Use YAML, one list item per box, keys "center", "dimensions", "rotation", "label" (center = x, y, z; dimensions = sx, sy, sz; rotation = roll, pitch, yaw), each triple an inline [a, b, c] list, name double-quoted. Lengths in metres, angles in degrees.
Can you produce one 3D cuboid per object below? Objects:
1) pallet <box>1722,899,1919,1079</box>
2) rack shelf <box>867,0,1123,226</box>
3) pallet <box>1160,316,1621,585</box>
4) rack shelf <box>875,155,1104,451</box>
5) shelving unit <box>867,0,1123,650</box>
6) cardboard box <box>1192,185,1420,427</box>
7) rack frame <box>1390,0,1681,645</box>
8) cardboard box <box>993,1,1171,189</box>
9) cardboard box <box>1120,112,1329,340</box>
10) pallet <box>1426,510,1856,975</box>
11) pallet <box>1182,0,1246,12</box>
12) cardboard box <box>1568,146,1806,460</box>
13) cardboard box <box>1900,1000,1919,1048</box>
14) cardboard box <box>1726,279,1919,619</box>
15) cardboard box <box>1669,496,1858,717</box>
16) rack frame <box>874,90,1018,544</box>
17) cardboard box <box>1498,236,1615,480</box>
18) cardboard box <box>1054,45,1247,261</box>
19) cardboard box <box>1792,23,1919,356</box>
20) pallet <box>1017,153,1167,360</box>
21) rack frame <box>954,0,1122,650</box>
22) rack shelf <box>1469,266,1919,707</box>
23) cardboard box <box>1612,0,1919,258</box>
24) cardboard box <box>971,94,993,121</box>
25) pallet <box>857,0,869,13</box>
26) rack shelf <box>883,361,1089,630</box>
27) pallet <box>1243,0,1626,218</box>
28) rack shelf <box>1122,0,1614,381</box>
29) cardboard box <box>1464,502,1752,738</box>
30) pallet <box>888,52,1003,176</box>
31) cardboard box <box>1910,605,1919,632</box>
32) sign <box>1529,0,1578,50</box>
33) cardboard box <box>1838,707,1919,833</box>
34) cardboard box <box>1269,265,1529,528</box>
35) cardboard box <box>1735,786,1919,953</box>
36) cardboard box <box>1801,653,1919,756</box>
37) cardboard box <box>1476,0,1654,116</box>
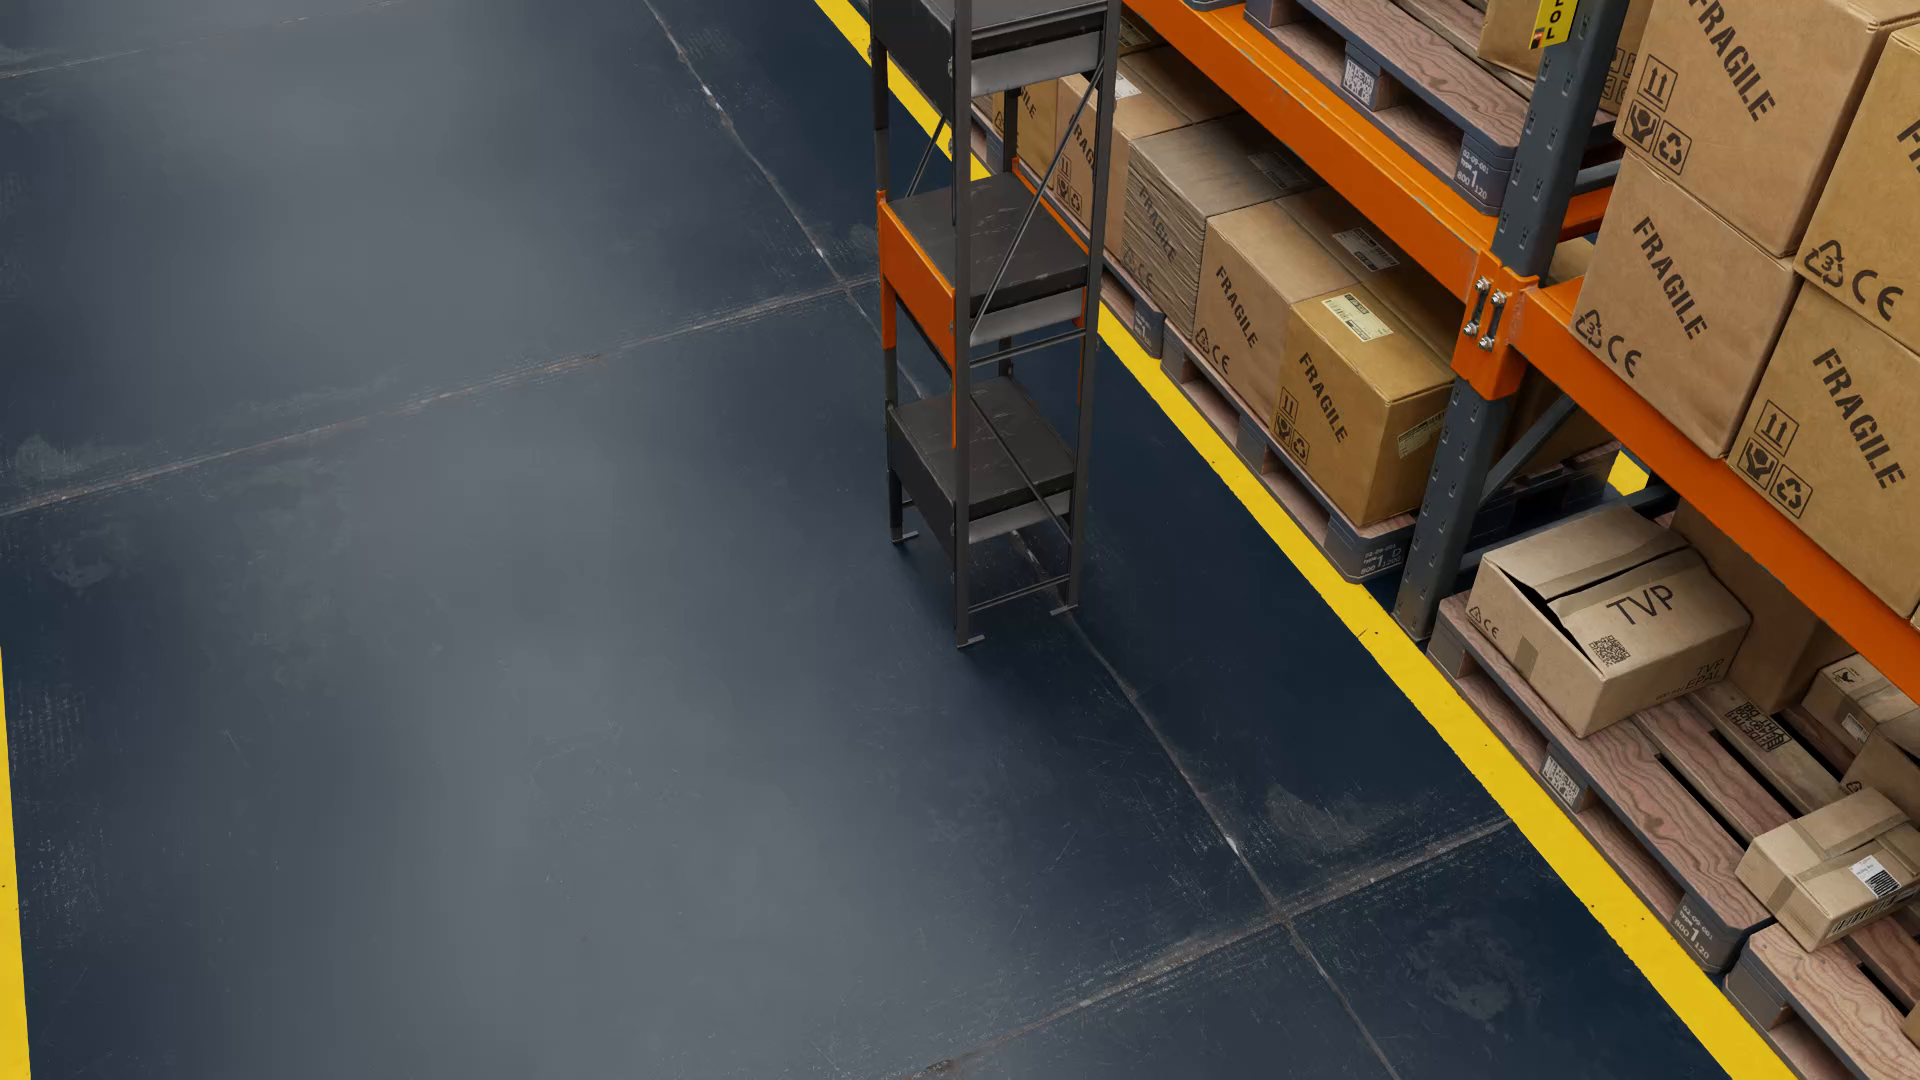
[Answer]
- center: [2.583, 1.265, 3.818]
  dimensions: [1.003, 0.211, 1.213]
  rotation: [-18, 47, -17]
  label: "pallet"
- center: [0.070, -1.130, 3.924]
  dimensions: [0.431, 0.518, 0.480]
  rotation: [-18, 47, -17]
  label: "rack shelf"
- center: [1.402, -0.459, 5.565]
  dimensions: [1.003, 0.211, 1.213]
  rotation: [-18, 47, -17]
  label: "pallet"
- center: [0.070, -0.632, 4.415]
  dimensions: [0.431, 0.518, 0.480]
  rotation: [-18, 47, -17]
  label: "rack shelf"
- center: [0.070, -0.642, 4.406]
  dimensions: [0.431, 2.100, 0.503]
  rotation: [-18, 47, -17]
  label: "shelving unit"
- center: [1.110, -0.758, 5.349]
  dimensions: [0.500, 0.500, 0.500]
  rotation: [-18, 47, -17]
  label: "cardboard box"
- center: [1.778, -0.944, 4.071]
  dimensions: [1.000, 3.000, 0.127]
  rotation: [-18, 47, -17]
  label: "rack frame"
- center: [0.460, -1.733, 6.337]
  dimensions: [0.500, 0.500, 0.500]
  rotation: [-19, 48, -18]
  label: "cardboard box"
- center: [0.900, -1.078, 5.673]
  dimensions: [0.500, 0.500, 0.500]
  rotation: [-17, 47, -17]
  label: "cardboard box"
- center: [2.066, 0.486, 4.607]
  dimensions: [1.003, 0.211, 1.213]
  rotation: [-18, 47, -17]
  label: "pallet"
- center: [0.918, -2.187, 5.467]
  dimensions: [1.003, 0.211, 1.213]
  rotation: [-18, 47, -17]
  label: "pallet"
- center: [1.745, -0.575, 3.625]
  dimensions: [0.500, 0.500, 0.500]
  rotation: [-17, 47, -16]
  label: "cardboard box"
- center: [2.573, 0.984, 3.582]
  dimensions: [0.797, 0.503, 0.637]
  rotation: [-18, 47, -17]
  label: "cardboard box"
- center: [1.963, -0.249, 3.296]
  dimensions: [0.500, 0.500, 0.500]
  rotation: [-17, 47, -17]
  label: "cardboard box"
- center: [2.275, 0.068, 4.512]
  dimensions: [0.500, 0.500, 0.500]
  rotation: [-18, 47, -17]
  label: "cardboard box"
- center: [-0.033, -0.797, 4.563]
  dimensions: [0.400, 2.100, 0.015]
  rotation: [-18, 47, -17]
  label: "rack frame"
- center: [1.796, -0.591, 5.180]
  dimensions: [0.500, 0.500, 0.500]
  rotation: [-20, 48, -19]
  label: "cardboard box"
- center: [0.684, -1.401, 6.001]
  dimensions: [0.500, 0.500, 0.500]
  rotation: [-20, 48, -19]
  label: "cardboard box"
- center: [1.938, -0.624, 2.963]
  dimensions: [0.500, 0.500, 0.500]
  rotation: [-19, 48, -19]
  label: "cardboard box"
- center: [0.885, -1.237, 6.354]
  dimensions: [1.003, 0.211, 1.213]
  rotation: [-18, 47, -17]
  label: "pallet"
- center: [0.172, -0.486, 4.248]
  dimensions: [0.400, 2.100, 0.015]
  rotation: [-18, 47, -17]
  label: "rack frame"
- center: [2.619, 0.586, 3.032]
  dimensions: [1.077, 0.370, 4.000]
  rotation: [-18, 47, -17]
  label: "rack shelf"
- center: [1.721, -0.952, 3.296]
  dimensions: [0.500, 0.500, 0.500]
  rotation: [-17, 47, -16]
  label: "cardboard box"
- center: [0.253, -2.054, 6.662]
  dimensions: [0.500, 0.500, 0.500]
  rotation: [-20, 48, -19]
  label: "cardboard box"
- center: [-0.215, -3.037, 8.177]
  dimensions: [1.003, 0.211, 1.213]
  rotation: [-18, 47, -17]
  label: "pallet"
- center: [0.070, -0.134, 4.907]
  dimensions: [0.431, 0.518, 0.480]
  rotation: [-18, 47, -17]
  label: "rack shelf"
- center: [1.541, -1.417, 4.687]
  dimensions: [1.003, 0.211, 1.213]
  rotation: [-18, 47, -17]
  label: "pallet"
- center: [0.937, -1.963, 5.616]
  dimensions: [1.077, 0.370, 4.000]
  rotation: [-18, 47, -17]
  label: "rack shelf"
- center: [1.758, 0.188, 4.525]
  dimensions: [0.500, 0.311, 0.500]
  rotation: [-18, 47, -17]
  label: "cardboard box"
- center: [0.376, -2.014, 7.141]
  dimensions: [1.003, 0.211, 1.213]
  rotation: [-18, 47, -17]
  label: "pallet"
- center: [2.172, 0.070, 2.972]
  dimensions: [0.500, 0.500, 0.500]
  rotation: [-18, 47, -18]
  label: "cardboard box"
- center: [1.276, -1.190, 3.496]
  dimensions: [0.100, 0.325, 0.005]
  rotation: [-18, 47, -17]
  label: "sign"
- center: [2.590, 0.614, 4.094]
  dimensions: [0.500, 0.311, 0.500]
  rotation: [-18, 47, -17]
  label: "cardboard box"
- center: [1.310, -0.441, 5.028]
  dimensions: [0.500, 0.500, 0.500]
  rotation: [-18, 47, -18]
  label: "cardboard box"
- center: [2.131, 0.787, 4.020]
  dimensions: [0.380, 0.166, 0.250]
  rotation: [-18, 47, -17]
  label: "cardboard box"
- center: [2.487, 0.415, 4.411]
  dimensions: [0.380, 0.149, 0.250]
  rotation: [-18, 47, -17]
  label: "cardboard box"
- center: [1.782, -1.497, 4.262]
  dimensions: [0.700, 0.500, 0.500]
  rotation: [-34, 54, -30]
  label: "cardboard box"
